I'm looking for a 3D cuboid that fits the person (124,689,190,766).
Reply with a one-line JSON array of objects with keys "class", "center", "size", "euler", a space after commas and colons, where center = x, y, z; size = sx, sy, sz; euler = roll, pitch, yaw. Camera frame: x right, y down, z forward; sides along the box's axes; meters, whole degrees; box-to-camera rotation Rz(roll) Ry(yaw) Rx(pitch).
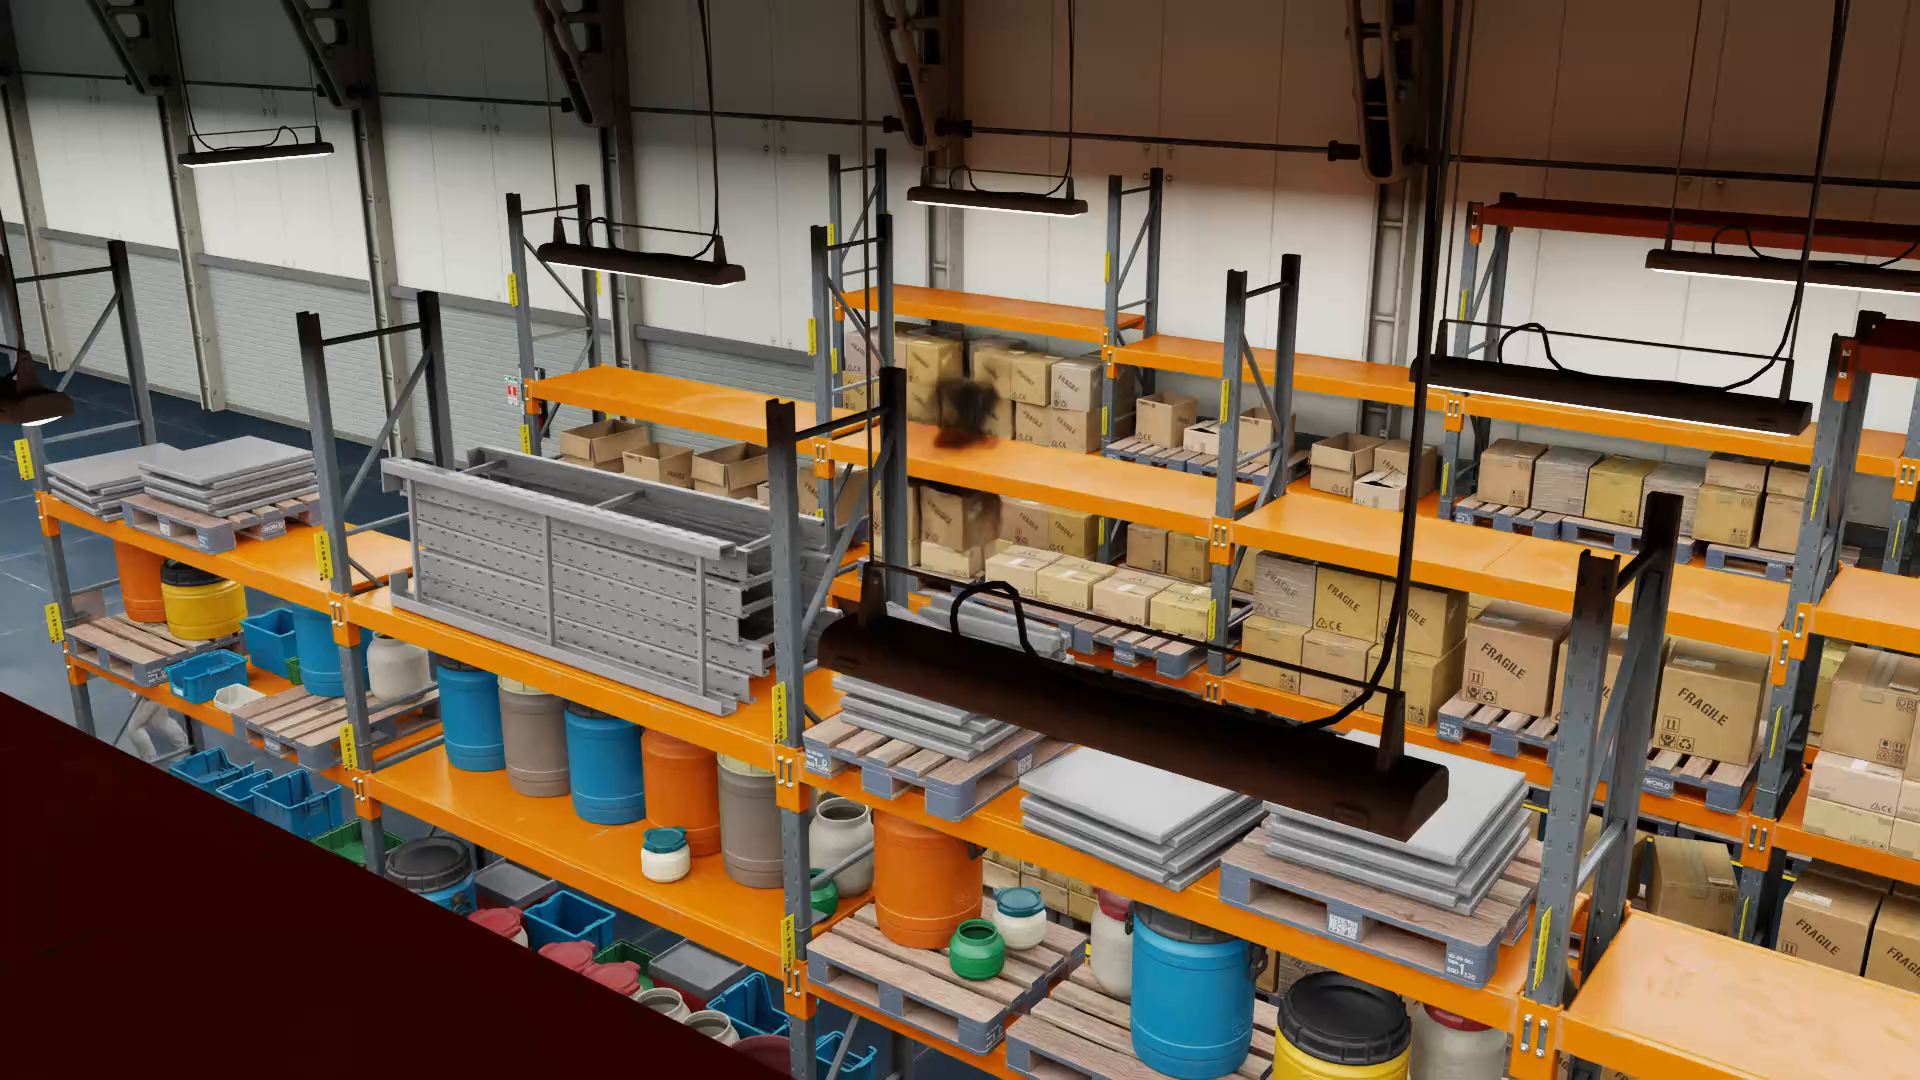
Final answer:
[{"class": "person", "center": [-8.564, 1.659, 17.584], "size": [0.733, 1.715, 0.590], "euler": [-9, 20, -25]}]
